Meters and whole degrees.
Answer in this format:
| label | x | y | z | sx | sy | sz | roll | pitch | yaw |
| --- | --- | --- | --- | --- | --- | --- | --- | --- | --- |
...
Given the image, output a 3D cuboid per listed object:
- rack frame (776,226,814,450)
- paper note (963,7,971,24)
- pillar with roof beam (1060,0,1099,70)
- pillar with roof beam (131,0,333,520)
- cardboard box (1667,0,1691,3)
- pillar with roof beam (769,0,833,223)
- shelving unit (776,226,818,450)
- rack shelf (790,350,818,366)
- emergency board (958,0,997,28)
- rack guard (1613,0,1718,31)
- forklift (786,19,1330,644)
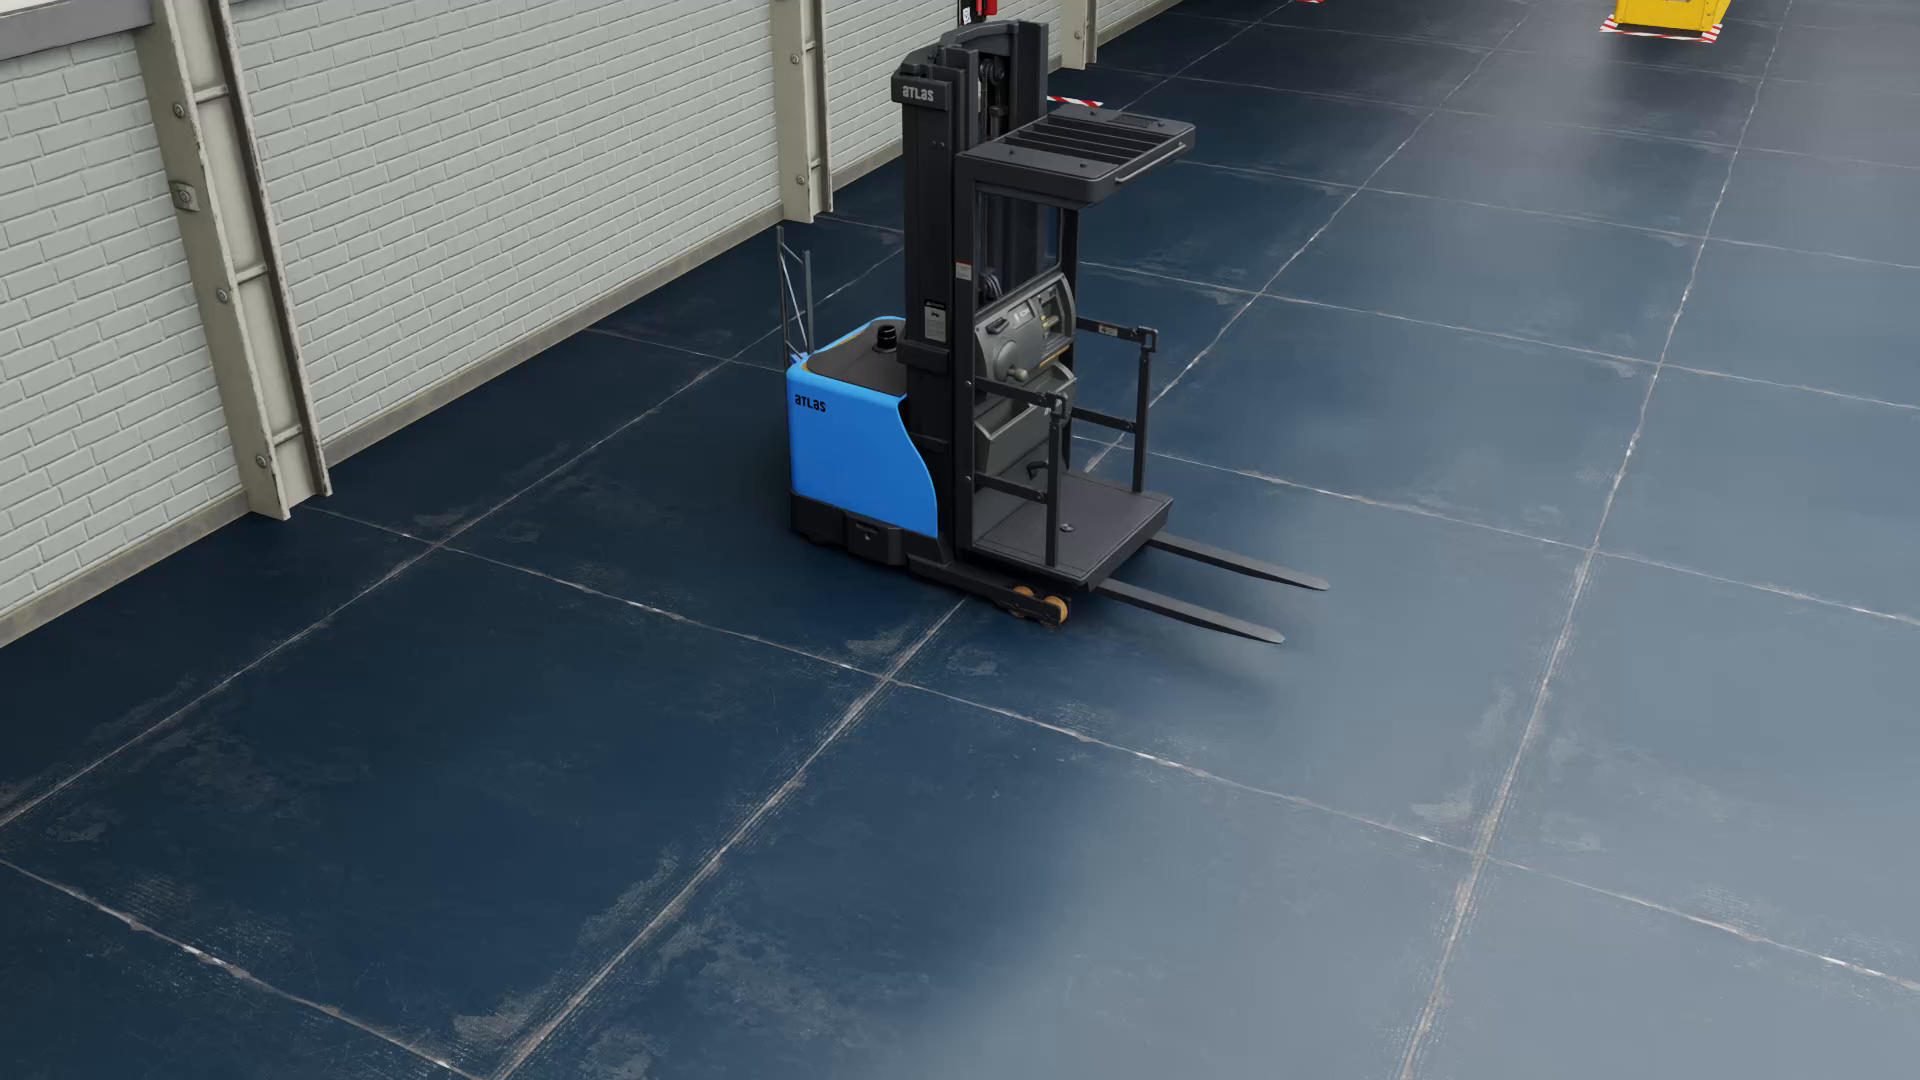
| label | x | y | z | sx | sy | sz | roll | pitch | yaw |
| --- | --- | --- | --- | --- | --- | --- | --- | --- | --- |
| rack frame | -0.992 | -1.133 | 10.216 | 0.032 | 1.500 | 0.500 | -13 | 32 | -22 |
| paper note | 0.072 | -5.327 | 16.899 | 0.016 | 0.148 | 0.142 | 14 | 33 | 23 |
| pillar with roof beam | 5.207 | -8.484 | 15.487 | 9.100 | 9.000 | 0.400 | 14 | 33 | 23 |
| pillar with roof beam | -0.260 | -3.164 | 6.224 | 9.100 | 9.000 | 0.400 | 14 | 33 | 23 |
| cardboard box | 9.413 | -7.067 | 21.384 | 0.500 | 0.250 | 0.500 | 14 | 33 | 23 |
| pillar with roof beam | 2.473 | -5.824 | 10.856 | 9.100 | 9.000 | 0.400 | 14 | 33 | 23 |
| shelving unit | -0.531 | -1.240 | 10.403 | 1.048 | 1.500 | 0.538 | -13 | 32 | -22 |
| rack shelf | -0.531 | -1.084 | 10.493 | 1.000 | 0.185 | 0.538 | -13 | 32 | -22 |
| emergency board | 0.215 | -5.772 | 16.789 | 0.194 | 1.169 | 0.643 | 14 | 33 | 23 |
| rack guard | 8.959 | -6.796 | 21.082 | 1.175 | 0.500 | 0.348 | 14 | 33 | 23 |
| forklift | 0.527 | -1.103 | 8.727 | 3.031 | 2.935 | 1.130 | 18 | 34 | 28 |
